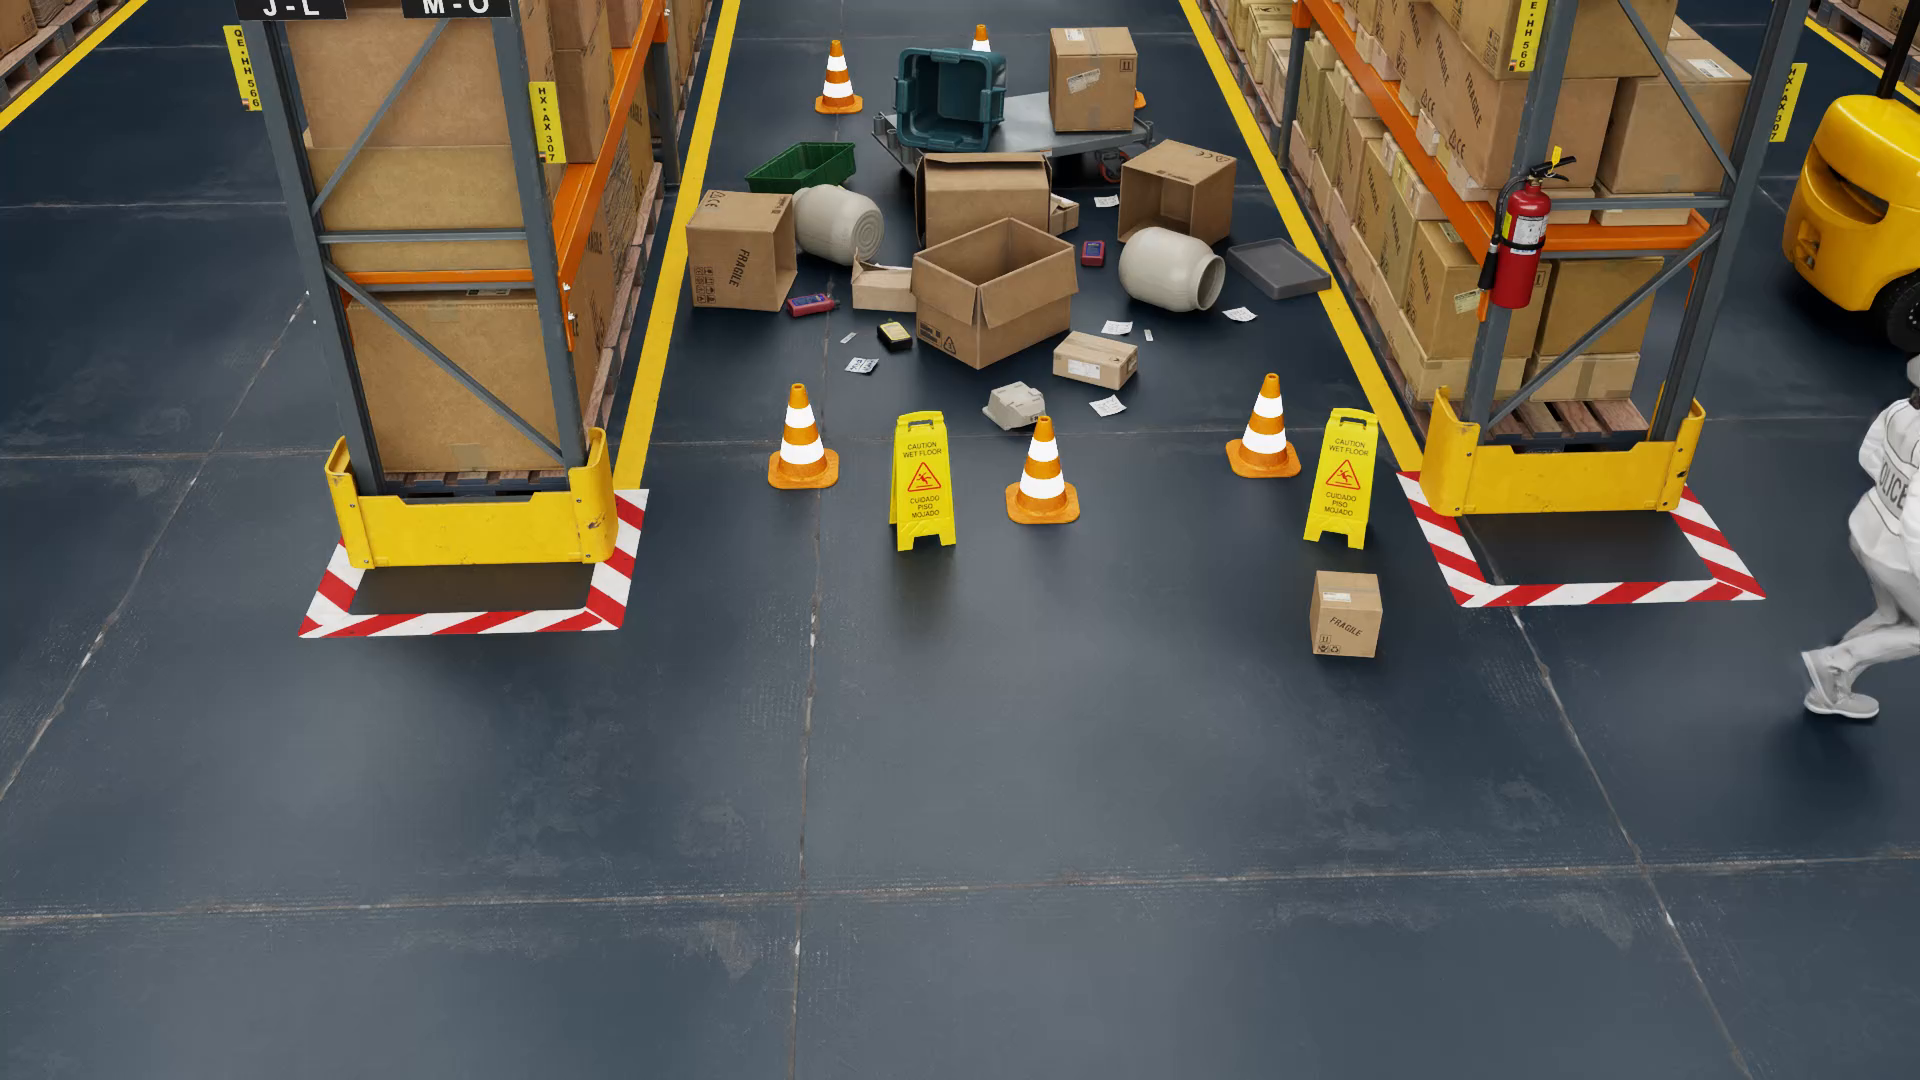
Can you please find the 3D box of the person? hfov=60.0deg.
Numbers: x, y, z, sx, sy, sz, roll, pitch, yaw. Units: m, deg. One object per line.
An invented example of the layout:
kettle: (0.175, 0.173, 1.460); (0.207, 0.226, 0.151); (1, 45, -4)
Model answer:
person: (3.498, 0.010, 6.130); (0.487, 1.631, 0.608); (1, 35, 1)
